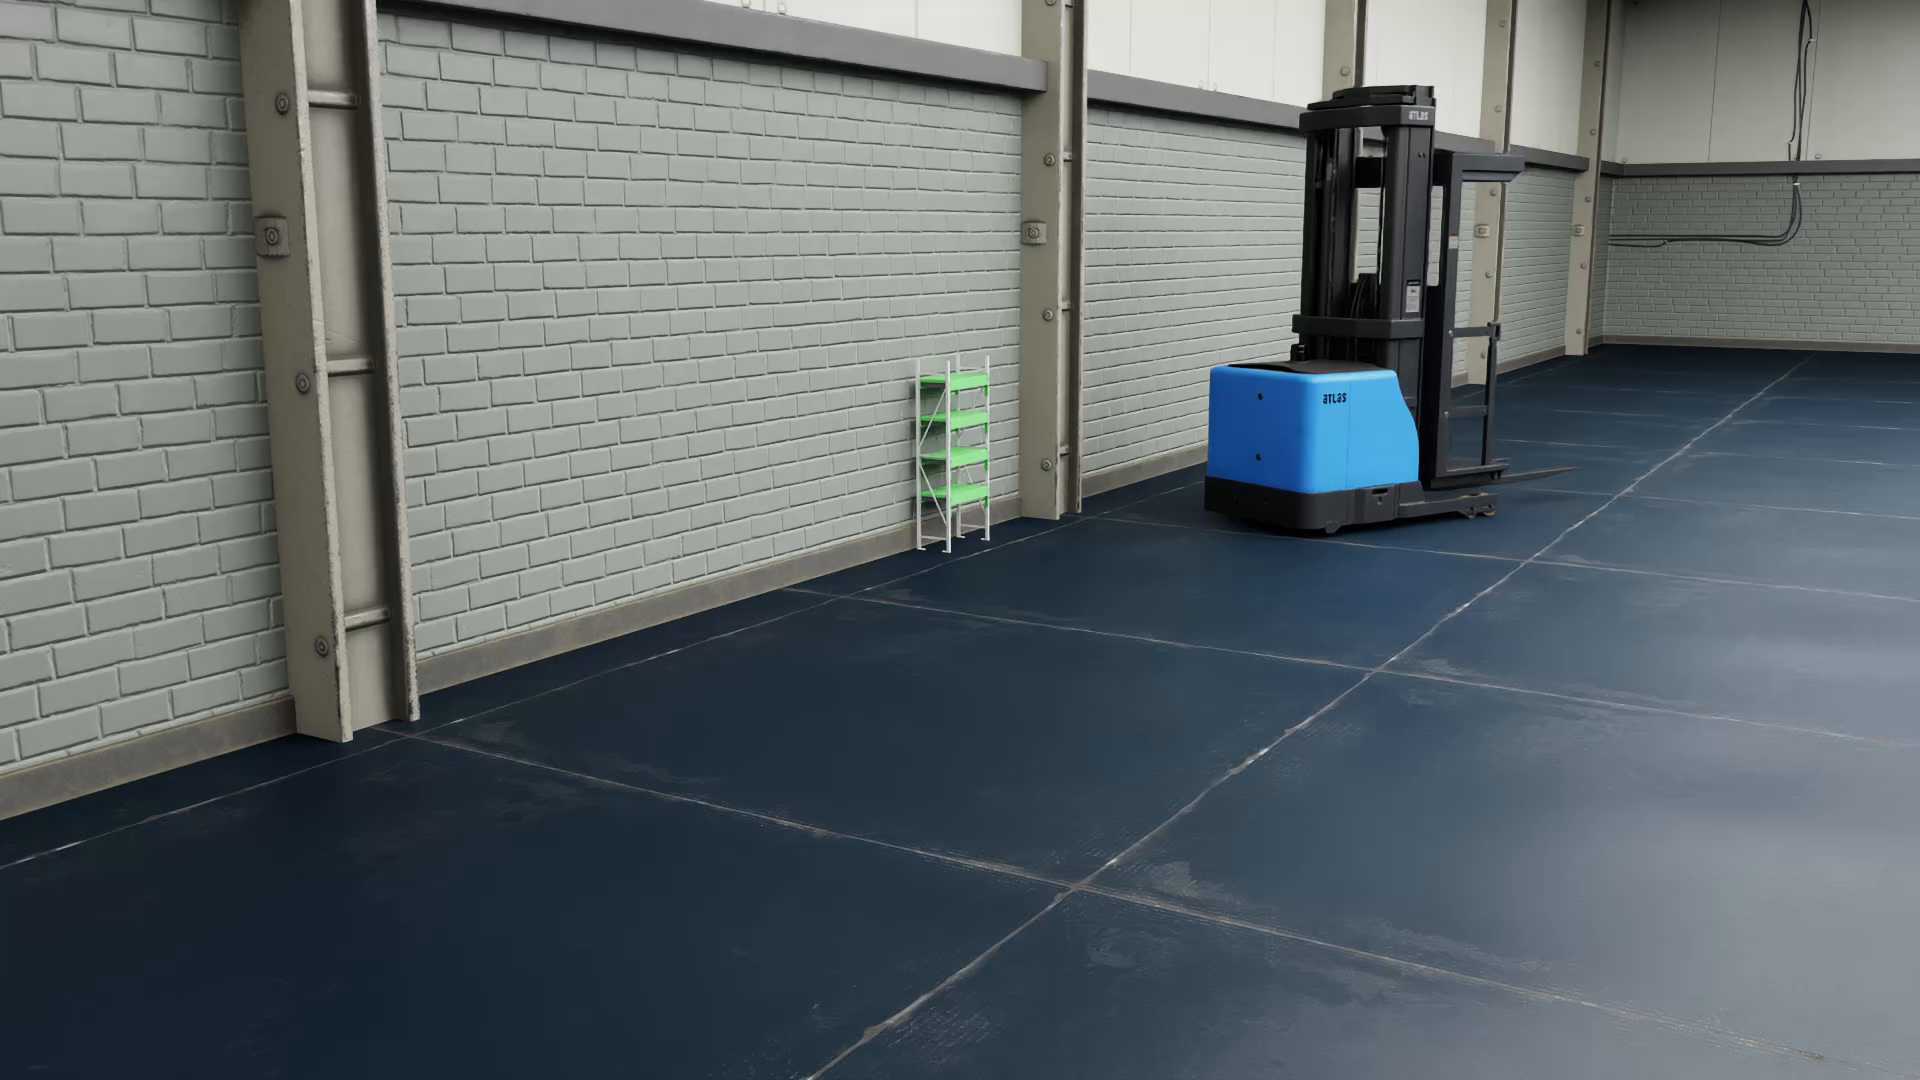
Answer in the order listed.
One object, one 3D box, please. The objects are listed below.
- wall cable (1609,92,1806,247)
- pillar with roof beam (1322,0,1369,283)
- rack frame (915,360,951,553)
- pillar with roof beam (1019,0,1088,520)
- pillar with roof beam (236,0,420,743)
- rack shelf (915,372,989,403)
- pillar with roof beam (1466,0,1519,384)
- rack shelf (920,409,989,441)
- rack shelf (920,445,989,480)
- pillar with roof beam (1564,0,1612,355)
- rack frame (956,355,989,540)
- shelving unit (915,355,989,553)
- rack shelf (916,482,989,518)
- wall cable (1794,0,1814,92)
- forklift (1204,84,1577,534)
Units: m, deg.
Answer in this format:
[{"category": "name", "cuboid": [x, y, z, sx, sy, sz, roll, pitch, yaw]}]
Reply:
[{"category": "wall cable", "cuboid": [12.646, -6.251, 28.245, 3.097, 2.526, 0.112, 6, 12, 31]}, {"category": "pillar with roof beam", "cuboid": [7.435, -5.142, 13.881, 9.100, 9.000, 0.400, 6, 12, 31]}, {"category": "rack frame", "cuboid": [-0.168, -0.521, 10.389, 0.240, 1.200, 0.015, 6, 12, 30]}, {"category": "pillar with roof beam", "cuboid": [4.320, -4.199, 8.841, 9.100, 9.000, 0.400, 6, 12, 31]}, {"category": "pillar with roof beam", "cuboid": [1.205, -3.255, 3.801, 9.100, 9.000, 0.400, 6, 12, 31]}, {"category": "rack shelf", "cuboid": [-0.045, -0.969, 10.519, 0.258, 0.148, 0.480, 6, 12, 30]}, {"category": "pillar with roof beam", "cuboid": [10.550, -6.086, 18.922, 9.100, 9.000, 0.400, 6, 12, 31]}, {"category": "rack shelf", "cuboid": [-0.044, -0.733, 10.563, 0.258, 0.148, 0.480, 6, 12, 30]}, {"category": "rack shelf", "cuboid": [-0.043, -0.497, 10.607, 0.258, 0.148, 0.480, 6, 12, 30]}, {"category": "pillar with roof beam", "cuboid": [13.666, -7.029, 23.962, 9.100, 9.000, 0.400, 6, 12, 31]}, {"category": "rack frame", "cuboid": [0.081, -0.598, 10.801, 0.240, 1.200, 0.015, 6, 12, 30]}, {"category": "shelving unit", "cuboid": [-0.044, -0.560, 10.595, 0.258, 1.200, 0.503, 6, 12, 30]}, {"category": "rack shelf", "cuboid": [-0.042, -0.261, 10.650, 0.258, 0.148, 0.480, 6, 12, 30]}, {"category": "wall cable", "cuboid": [14.958, -8.475, 26.400, 3.097, 2.526, 0.112, 6, 12, 31]}, {"category": "forklift", "cuboid": [3.218, -1.664, 11.792, 3.031, 2.935, 1.130, -7, 13, -33]}]
